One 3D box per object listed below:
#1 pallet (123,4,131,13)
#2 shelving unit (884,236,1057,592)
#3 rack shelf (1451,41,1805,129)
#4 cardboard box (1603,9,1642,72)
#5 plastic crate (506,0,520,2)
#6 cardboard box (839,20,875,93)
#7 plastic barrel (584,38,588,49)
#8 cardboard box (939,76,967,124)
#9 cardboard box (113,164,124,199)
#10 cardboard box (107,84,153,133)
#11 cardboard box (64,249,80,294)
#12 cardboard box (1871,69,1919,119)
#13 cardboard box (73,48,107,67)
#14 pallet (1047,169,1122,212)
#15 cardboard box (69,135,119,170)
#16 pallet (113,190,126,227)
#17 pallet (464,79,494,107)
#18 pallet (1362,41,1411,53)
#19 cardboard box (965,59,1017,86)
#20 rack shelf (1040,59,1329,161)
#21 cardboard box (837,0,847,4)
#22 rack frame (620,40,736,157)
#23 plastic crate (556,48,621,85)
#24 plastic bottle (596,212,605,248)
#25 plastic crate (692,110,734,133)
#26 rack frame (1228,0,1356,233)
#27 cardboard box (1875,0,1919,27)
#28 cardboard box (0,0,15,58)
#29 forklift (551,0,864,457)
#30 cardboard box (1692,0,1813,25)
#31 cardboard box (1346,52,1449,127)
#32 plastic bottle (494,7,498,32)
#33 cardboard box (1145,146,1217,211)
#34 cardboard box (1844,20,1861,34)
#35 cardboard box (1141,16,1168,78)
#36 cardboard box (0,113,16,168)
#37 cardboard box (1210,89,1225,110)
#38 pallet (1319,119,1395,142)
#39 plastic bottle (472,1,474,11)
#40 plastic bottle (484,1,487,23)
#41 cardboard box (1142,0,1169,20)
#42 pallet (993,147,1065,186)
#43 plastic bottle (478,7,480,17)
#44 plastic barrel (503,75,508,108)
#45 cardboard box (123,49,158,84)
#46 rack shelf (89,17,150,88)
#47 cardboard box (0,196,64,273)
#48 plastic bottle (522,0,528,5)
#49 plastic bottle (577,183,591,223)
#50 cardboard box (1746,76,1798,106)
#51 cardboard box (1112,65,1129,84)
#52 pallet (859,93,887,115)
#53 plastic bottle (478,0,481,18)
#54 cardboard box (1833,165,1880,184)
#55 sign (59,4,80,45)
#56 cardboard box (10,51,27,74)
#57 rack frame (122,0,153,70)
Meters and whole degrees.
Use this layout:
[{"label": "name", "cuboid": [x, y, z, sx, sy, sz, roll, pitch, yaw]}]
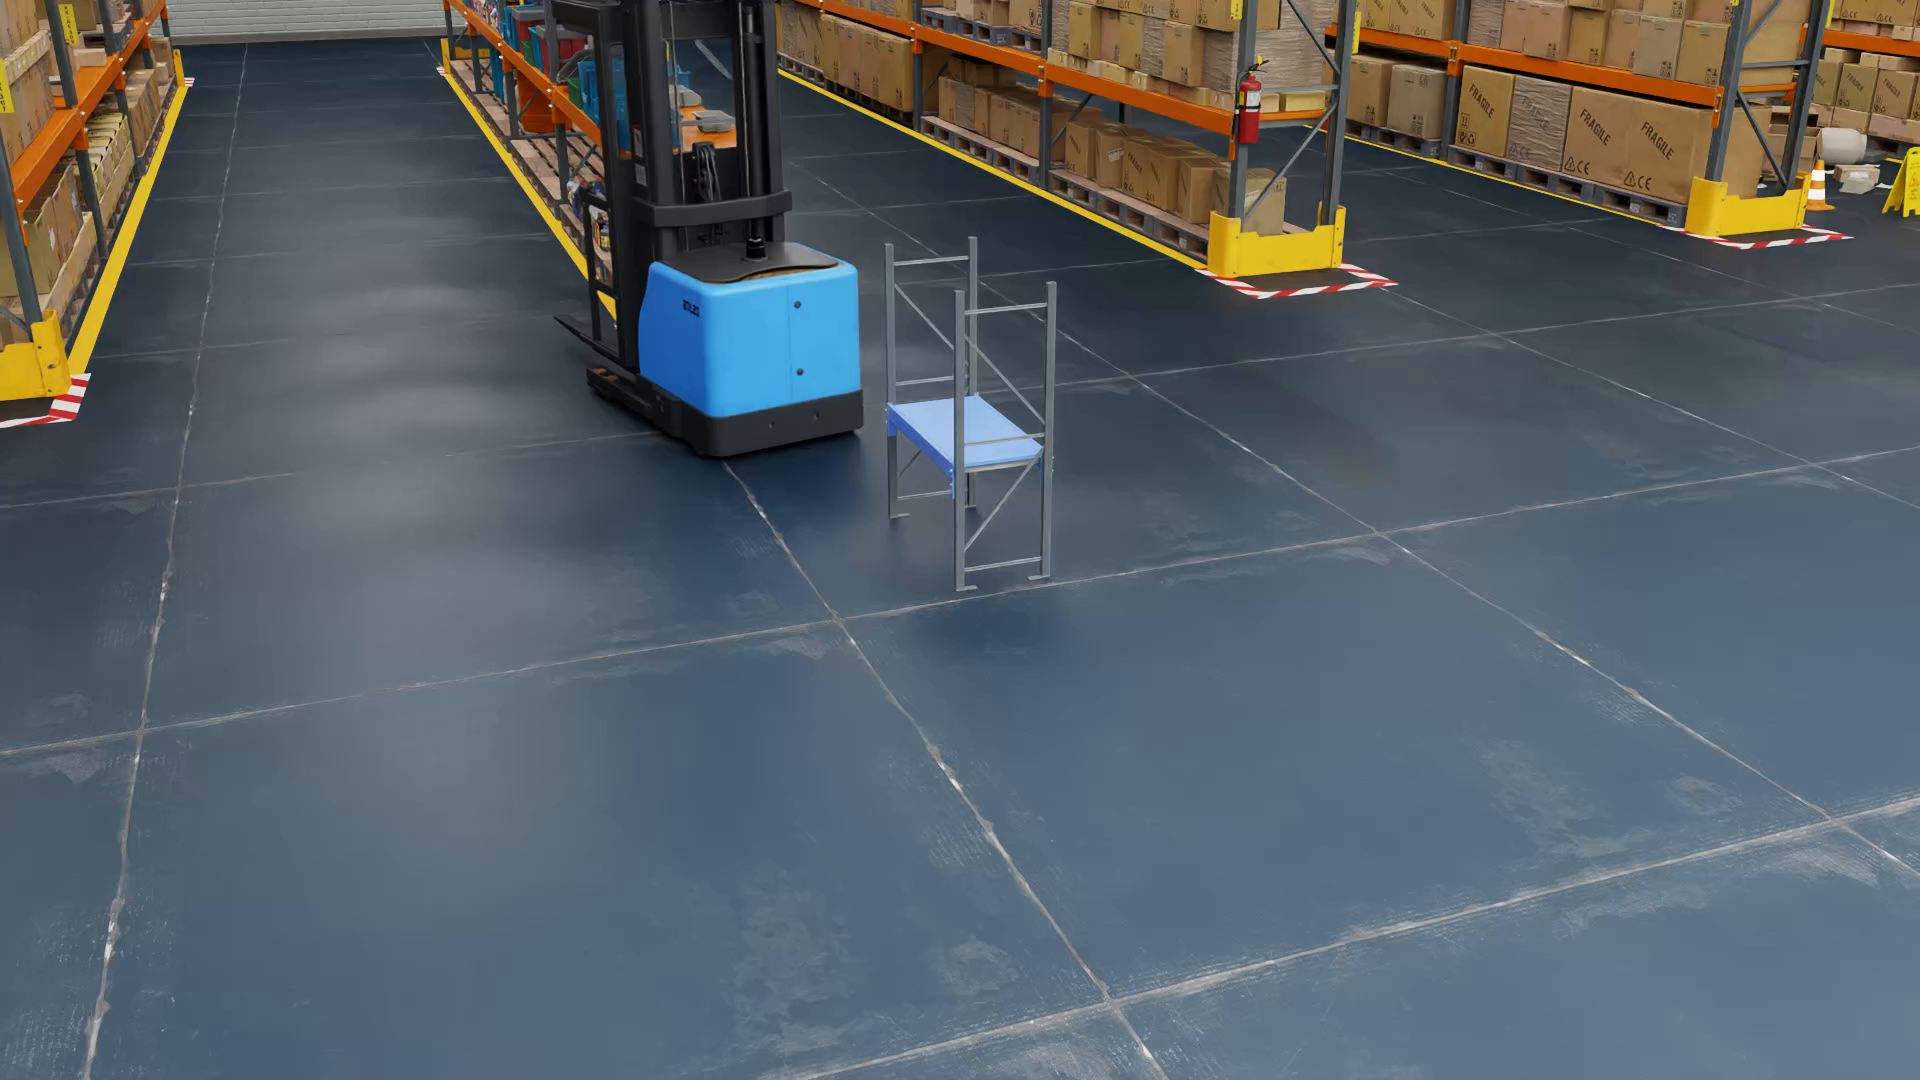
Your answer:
[{"label": "pallet", "cuboid": [-10.599, -6.301, 20.086, 1.003, 0.211, 1.213, -8, 24, -19]}, {"label": "shelving unit", "cuboid": [0.030, -0.660, 8.385, 0.538, 1.500, 1.048, -8, 24, -19]}, {"label": "rack shelf", "cuboid": [6.699, -4.732, 17.041, 1.077, 0.370, 4.000, -8, 24, -19]}, {"label": "cardboard box", "cuboid": [6.937, -4.952, 16.444, 0.875, 0.550, 0.550, -8, 24, -19]}, {"label": "plastic crate", "cuboid": [-6.174, -7.468, 22.869, 0.396, 0.136, 0.243, -8, 24, -19]}, {"label": "cardboard box", "cuboid": [-0.949, -6.713, 23.010, 1.225, 0.875, 0.875, -9, 25, -21]}, {"label": "plastic barrel", "cuboid": [-3.641, -4.905, 16.703, 0.301, 0.262, 0.301, 0, 23, 0]}, {"label": "cardboard box", "cuboid": [0.159, -5.410, 20.375, 0.700, 0.500, 0.500, -10, 25, -22]}, {"label": "cardboard box", "cuboid": [-8.407, -3.454, 16.083, 0.500, 0.250, 0.500, -8, 24, -18]}, {"label": "cardboard box", "cuboid": [-9.811, -5.059, 19.542, 0.500, 0.500, 0.500, -9, 25, -21]}, {"label": "cardboard box", "cuboid": [-7.049, -2.032, 12.709, 0.500, 0.250, 0.500, -8, 24, -19]}, {"label": "cardboard box", "cuboid": [10.925, -5.145, 19.129, 0.500, 0.500, 0.500, -7, 24, -16]}, {"label": "cardboard box", "cuboid": [-8.789, -4.837, 16.688, 0.380, 0.149, 0.250, -8, 24, -19]}, {"label": "pallet", "cuboid": [1.587, -3.622, 17.072, 1.003, 0.211, 1.213, -8, 24, -19]}, {"label": "cardboard box", "cuboid": [-8.410, -3.716, 15.982, 0.500, 0.311, 0.500, -8, 24, -18]}, {"label": "pallet", "cuboid": [-8.684, -3.210, 16.094, 1.003, 0.211, 1.213, -8, 24, -19]}, {"label": "pallet", "cuboid": [-6.440, -6.350, 23.545, 1.003, 0.211, 1.213, -8, 24, -19]}, {"label": "pallet", "cuboid": [7.566, -8.415, 28.443, 1.003, 0.211, 1.213, -8, 24, -19]}, {"label": "cardboard box", "cuboid": [0.365, -5.565, 19.779, 0.500, 0.250, 0.500, -6, 23, -13]}, {"label": "rack shelf", "cuboid": [2.023, -4.088, 15.513, 1.077, 0.370, 4.000, -8, 24, -19]}, {"label": "cardboard box", "cuboid": [-1.403, -7.715, 23.064, 0.500, 0.500, 0.500, -8, 24, -19]}, {"label": "rack frame", "cuboid": [-1.904, -3.013, 12.037, 1.000, 3.000, 0.127, -8, 24, -19]}, {"label": "plastic crate", "cuboid": [-3.251, -4.230, 15.005, 0.767, 0.338, 0.504, -8, 24, -19]}, {"label": "plastic bottle", "cuboid": [-3.022, -2.611, 14.015, 0.061, 0.283, 0.133, -8, 24, -18]}, {"label": "plastic crate", "cuboid": [-1.919, -3.261, 12.964, 0.298, 0.136, 0.250, -8, 24, -19]}, {"label": "rack frame", "cuboid": [2.729, -3.693, 13.649, 1.000, 3.000, 0.127, -8, 24, -19]}, {"label": "cardboard box", "cuboid": [10.846, -6.128, 18.914, 0.500, 0.500, 0.500, -9, 24, -19]}, {"label": "cardboard box", "cuboid": [-7.258, -3.725, 11.926, 0.700, 0.500, 0.500, -8, 24, -19]}, {"label": "forklift", "cuboid": [-1.827, -2.358, 10.570, 1.130, 2.935, 3.031, -14, 27, -31]}, {"label": "cardboard box", "cuboid": [7.310, -5.043, 15.271, 0.875, 0.550, 0.550, -8, 24, -19]}, {"label": "cardboard box", "cuboid": [5.351, -5.511, 20.319, 1.050, 0.750, 0.750, -8, 24, -19]}, {"label": "plastic bottle", "cuboid": [-5.446, -6.148, 19.641, 0.097, 0.271, 0.097, 0, 23, 0]}, {"label": "cardboard box", "cuboid": [2.078, -3.406, 15.647, 0.500, 0.500, 0.500, -6, 24, -14]}, {"label": "cardboard box", "cuboid": [10.659, -6.055, 19.577, 0.380, 0.149, 0.250, -8, 24, -19]}, {"label": "cardboard box", "cuboid": [2.136, -4.432, 14.892, 0.875, 0.500, 0.500, -8, 24, -19]}, {"label": "cardboard box", "cuboid": [-6.883, -2.743, 11.266, 0.700, 0.500, 0.500, -8, 24, -18]}, {"label": "cardboard box", "cuboid": [2.348, -3.743, 14.092, 0.380, 0.149, 0.250, -8, 24, -19]}, {"label": "pallet", "cuboid": [5.214, -5.219, 20.861, 1.003, 0.211, 1.213, -8, 24, -19]}, {"label": "plastic bottle", "cuboid": [-6.413, -7.128, 21.950, 0.061, 0.283, 0.133, -8, 24, -19]}, {"label": "plastic bottle", "cuboid": [-5.806, -6.580, 20.564, 0.144, 0.351, 0.185, -8, 24, -19]}, {"label": "cardboard box", "cuboid": [1.948, -4.866, 14.633, 0.500, 0.500, 0.500, -8, 24, -19]}, {"label": "pallet", "cuboid": [1.040, -4.144, 18.310, 1.003, 0.211, 1.213, -8, 24, -19]}, {"label": "plastic bottle", "cuboid": [-6.123, -6.812, 21.305, 0.097, 0.201, 0.097, 0, 23, 0]}, {"label": "plastic barrel", "cuboid": [-5.601, -5.746, 21.183, 0.421, 0.512, 0.421, 0, 23, 0]}, {"label": "cardboard box", "cuboid": [-11.447, -6.429, 22.790, 0.797, 0.503, 0.637, -8, 24, -19]}, {"label": "rack shelf", "cuboid": [-10.072, -5.637, 19.188, 1.077, 0.370, 4.000, -8, 24, -19]}, {"label": "cardboard box", "cuboid": [-6.888, -2.194, 12.127, 0.500, 0.500, 0.500, -8, 24, -19]}, {"label": "plastic bottle", "cuboid": [-5.582, -6.975, 21.499, 0.144, 0.351, 0.185, -8, 24, -19]}, {"label": "plastic bottle", "cuboid": [-3.354, -3.030, 14.921, 0.144, 0.351, 0.185, -9, 25, -21]}, {"label": "cardboard box", "cuboid": [10.400, -5.679, 21.204, 0.950, 0.372, 0.625, -8, 24, -18]}, {"label": "cardboard box", "cuboid": [1.653, -4.368, 15.574, 0.380, 0.149, 0.250, -8, 24, -19]}, {"label": "pallet", "cuboid": [-0.732, -6.054, 22.842, 1.003, 0.211, 1.213, -8, 24, -19]}, {"label": "plastic bottle", "cuboid": [-6.099, -6.805, 21.184, 0.061, 0.283, 0.133, -8, 24, -19]}, {"label": "cardboard box", "cuboid": [9.648, -3.938, 17.901, 0.380, 0.149, 0.250, 4, 23, 9]}, {"label": "sign", "cuboid": [-7.434, -4.300, 13.875, 0.100, 0.325, 0.005, -8, 24, -19]}, {"label": "cardboard box", "cuboid": [-7.112, -3.506, 12.243, 0.380, 0.149, 0.250, -8, 24, -17]}, {"label": "rack frame", "cuboid": [-10.779, -6.695, 20.773, 1.000, 3.000, 0.127, -8, 24, -19]}]
